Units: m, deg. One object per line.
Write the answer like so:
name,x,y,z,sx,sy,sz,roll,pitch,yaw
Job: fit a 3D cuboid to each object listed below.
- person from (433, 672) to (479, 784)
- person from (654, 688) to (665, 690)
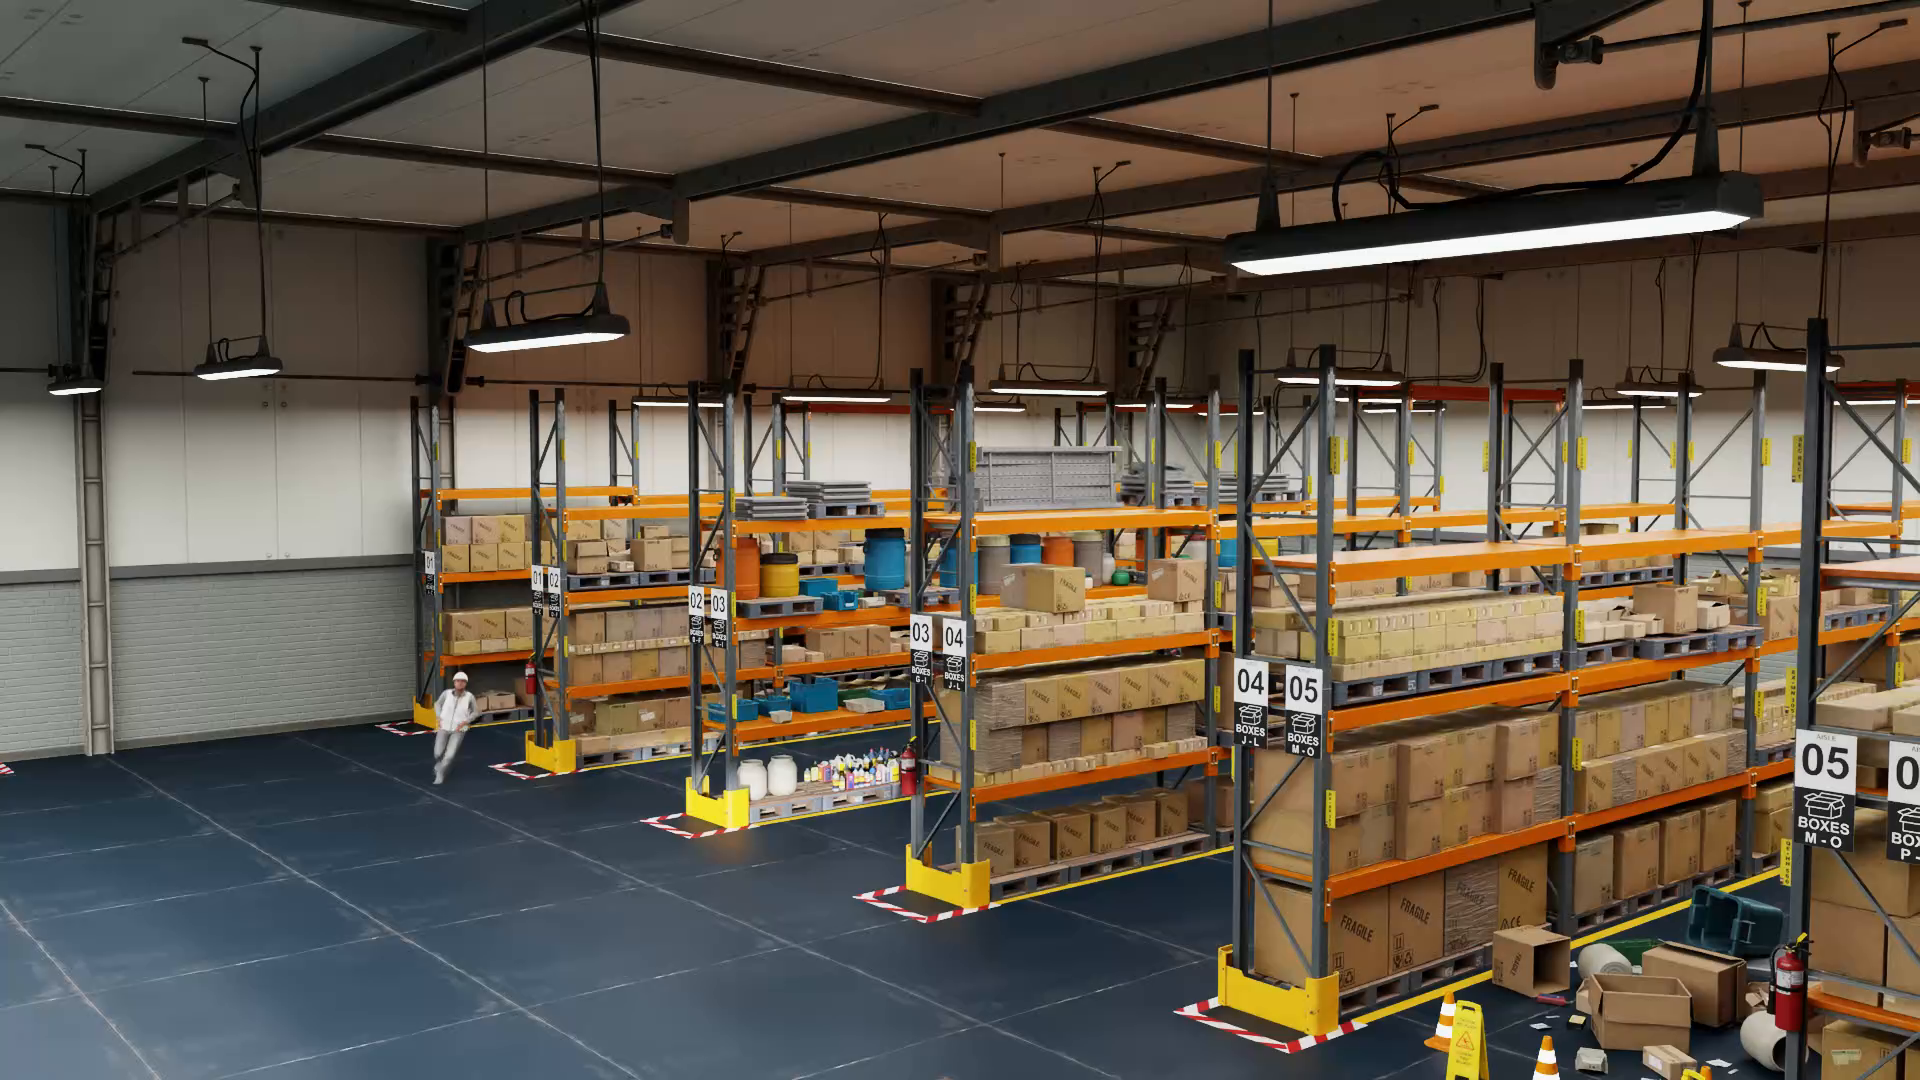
person,-7.675,2.837,25.259,0.717,1.687,0.594,0,3,-8
person,-5.348,2.587,29.478,0.600,1.681,0.843,3,4,38
